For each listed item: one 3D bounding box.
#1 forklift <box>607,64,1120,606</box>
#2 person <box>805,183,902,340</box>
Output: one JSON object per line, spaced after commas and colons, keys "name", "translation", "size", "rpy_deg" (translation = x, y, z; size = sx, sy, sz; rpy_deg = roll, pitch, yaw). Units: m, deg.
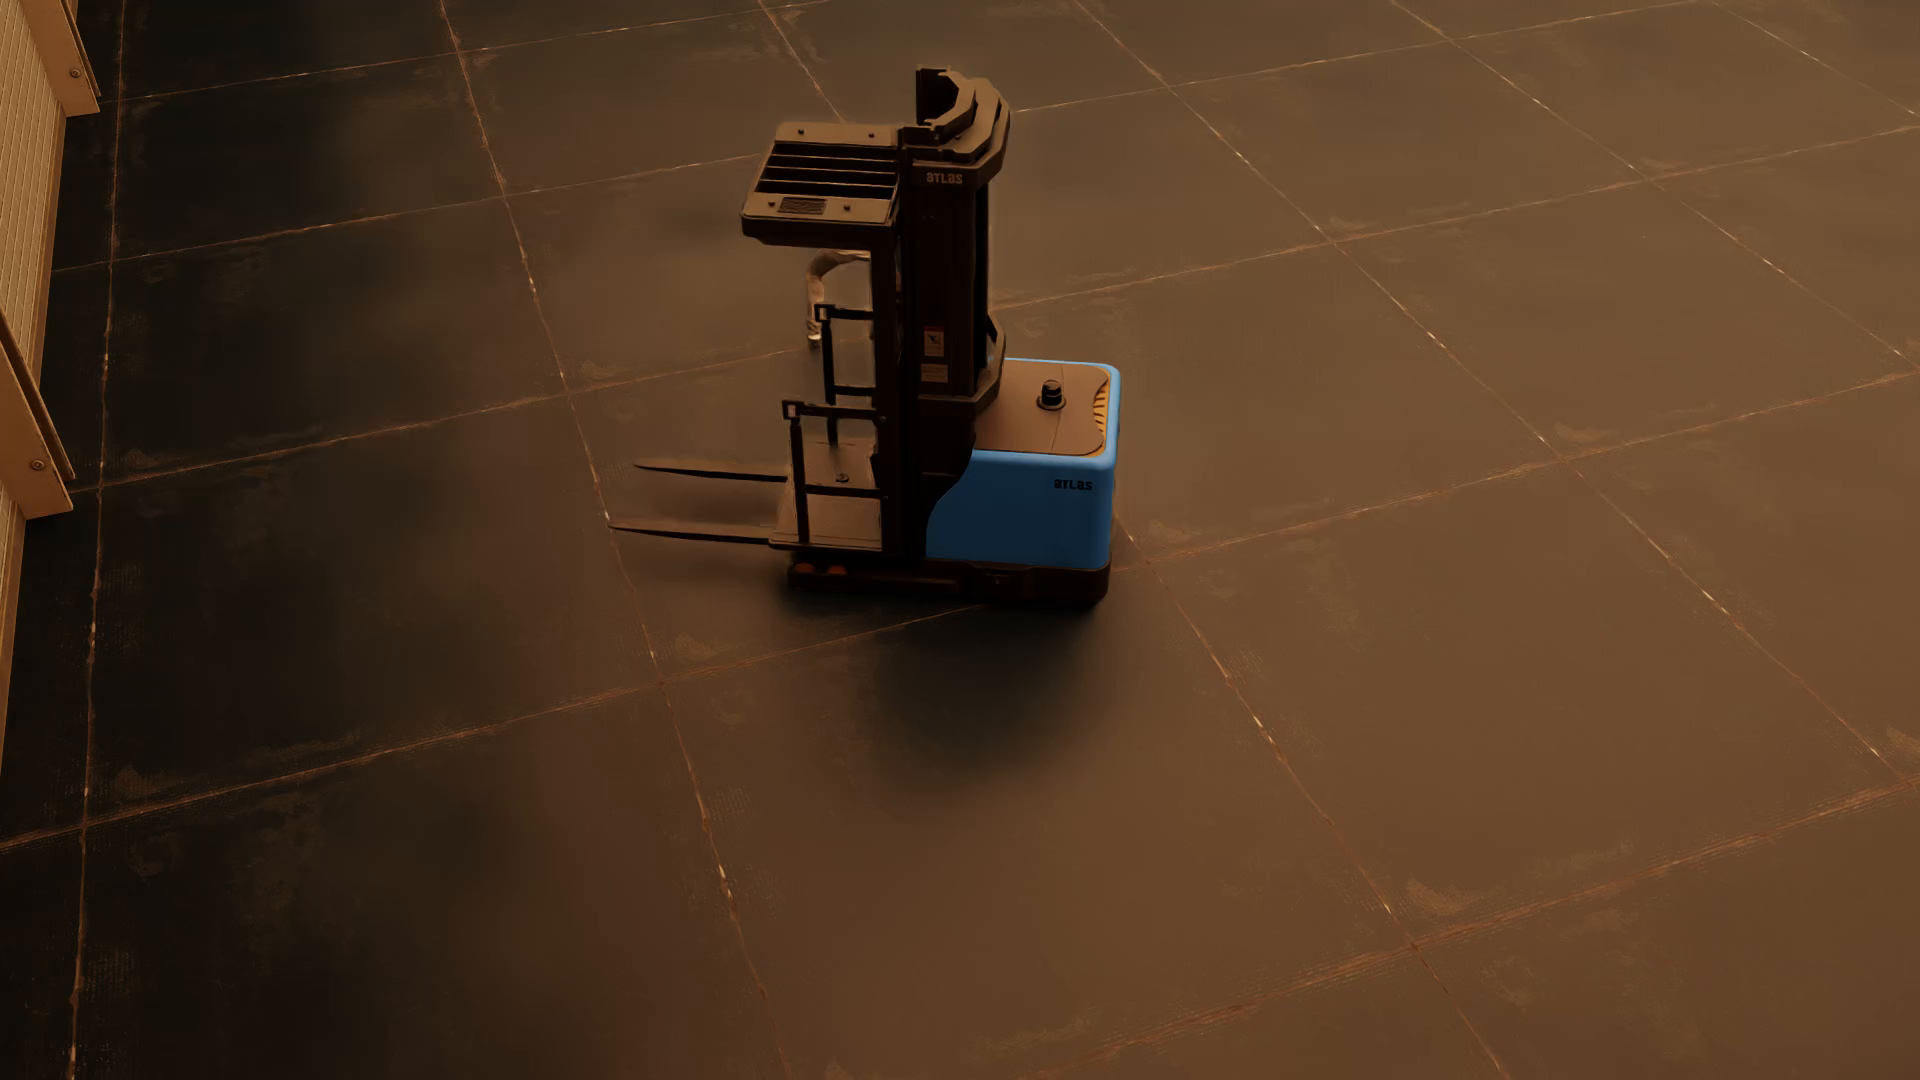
{"name": "forklift", "translation": [-0.591, -1.142, 9.357], "size": [3.031, 2.935, 1.130], "rpy_deg": [4, 40, 5]}
{"name": "person", "translation": [-0.706, -2.095, 11.725], "size": [0.957, 1.520, 0.508], "rpy_deg": [-13, 42, -15]}
